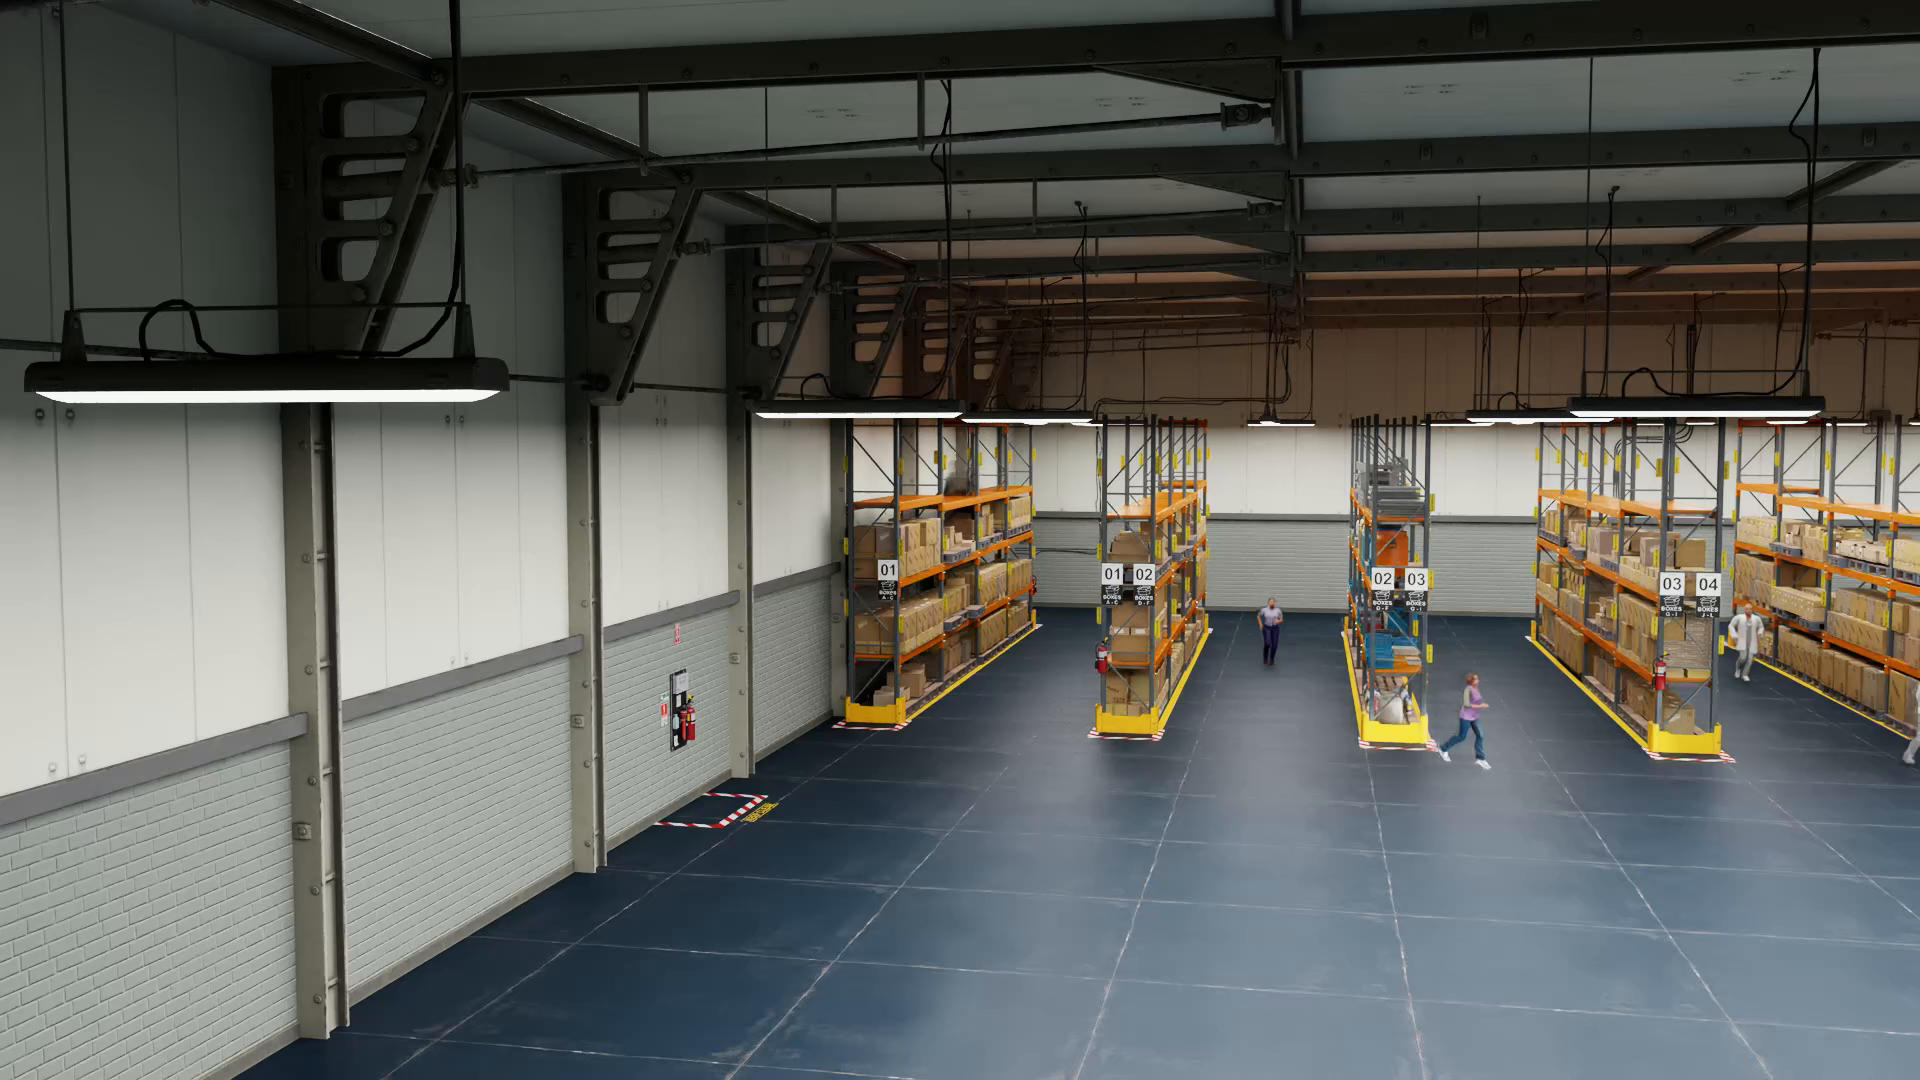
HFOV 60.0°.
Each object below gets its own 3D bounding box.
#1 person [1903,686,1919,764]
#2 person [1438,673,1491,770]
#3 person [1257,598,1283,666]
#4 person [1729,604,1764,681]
[{"bbox_3d":[16.483,2.987,28.160,0.720,1.779,0.670,-1,4,-14],"label":"person"},{"bbox_3d":[8.587,3.043,28.205,0.874,1.619,0.551,3,5,42],"label":"person"},{"bbox_3d":[7.539,2.225,40.314,0.577,1.660,0.682,0,4,-1],"label":"person"},{"bbox_3d":[17.919,2.333,37.833,0.723,1.746,0.629,1,4,11],"label":"person"}]
